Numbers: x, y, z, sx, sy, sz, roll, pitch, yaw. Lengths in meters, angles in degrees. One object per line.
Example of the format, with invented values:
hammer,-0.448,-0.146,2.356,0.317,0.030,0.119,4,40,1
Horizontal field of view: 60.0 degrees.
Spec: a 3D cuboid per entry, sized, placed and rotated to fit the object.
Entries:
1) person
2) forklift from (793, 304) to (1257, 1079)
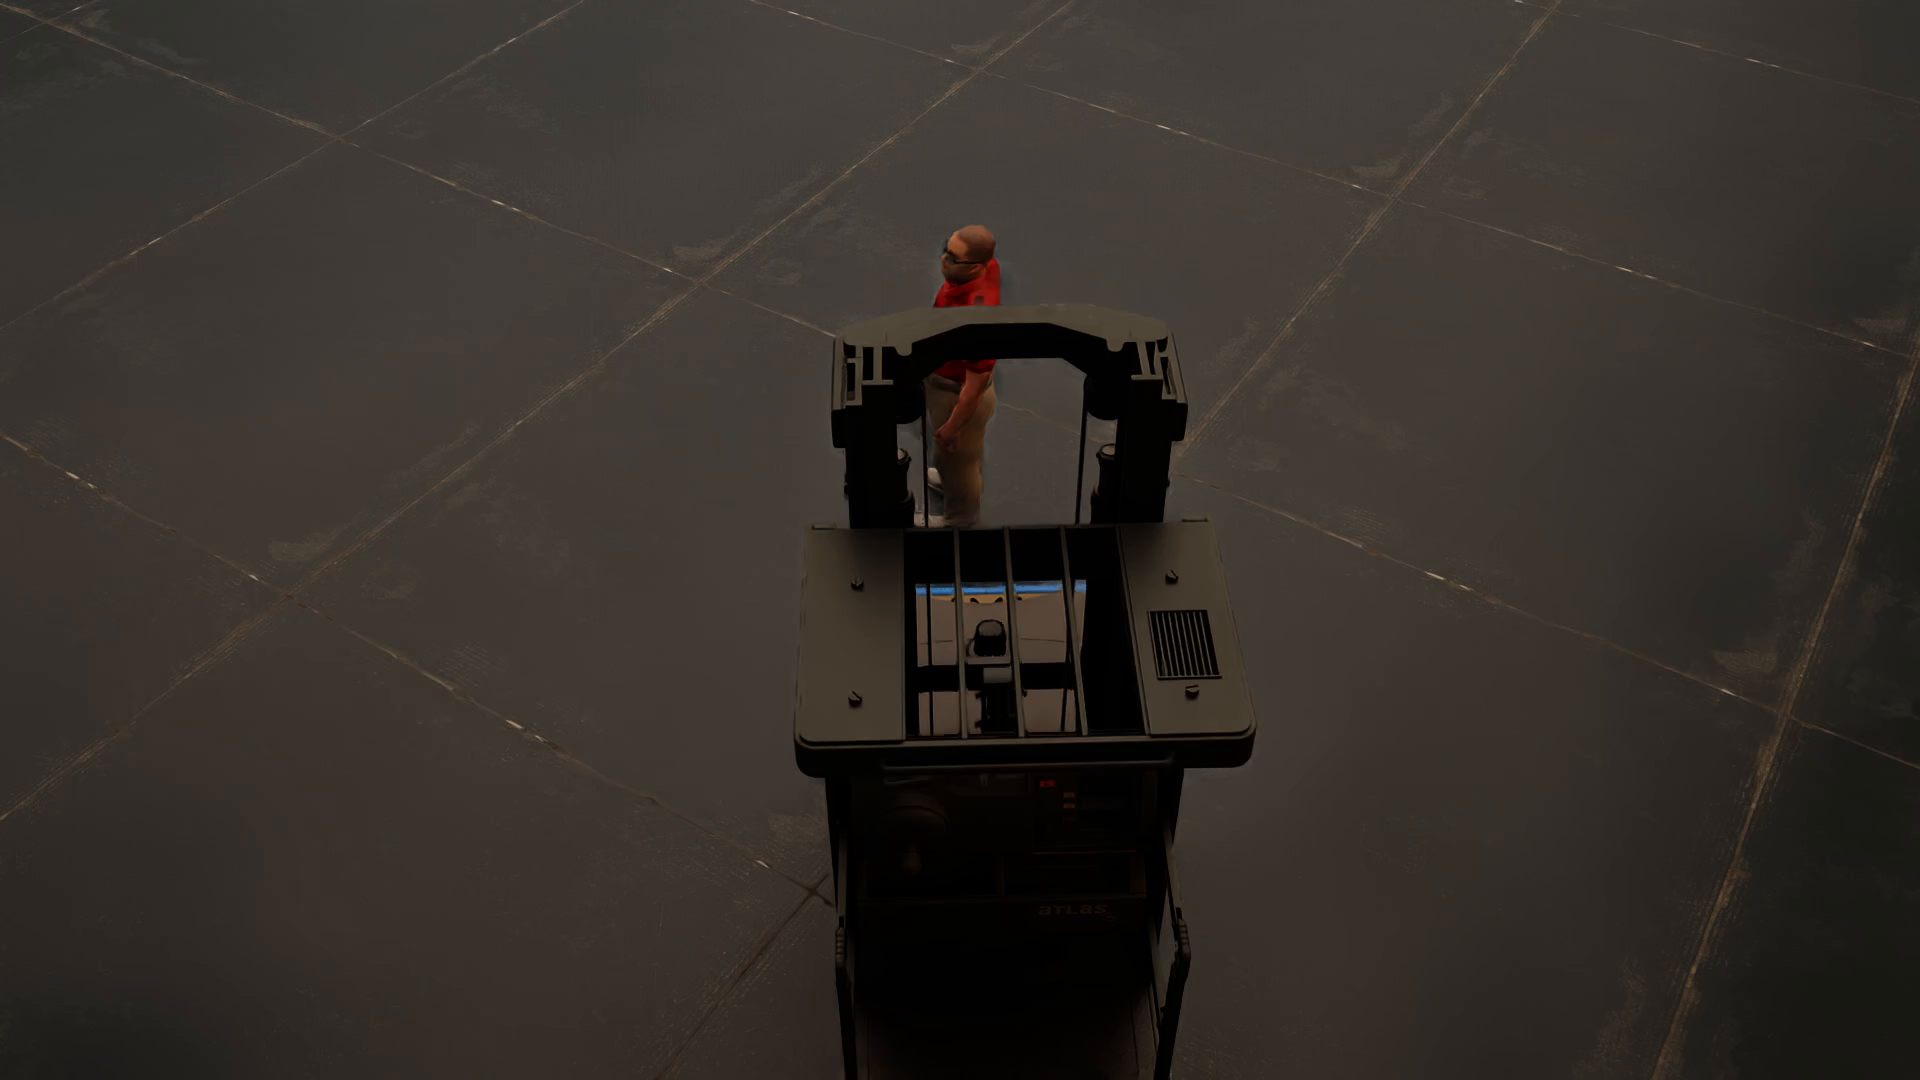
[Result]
person,-0.035,-0.700,7.395,0.418,1.728,0.753,-2,43,-2
forklift,0.142,0.901,4.899,1.130,2.935,3.031,-1,43,-1
